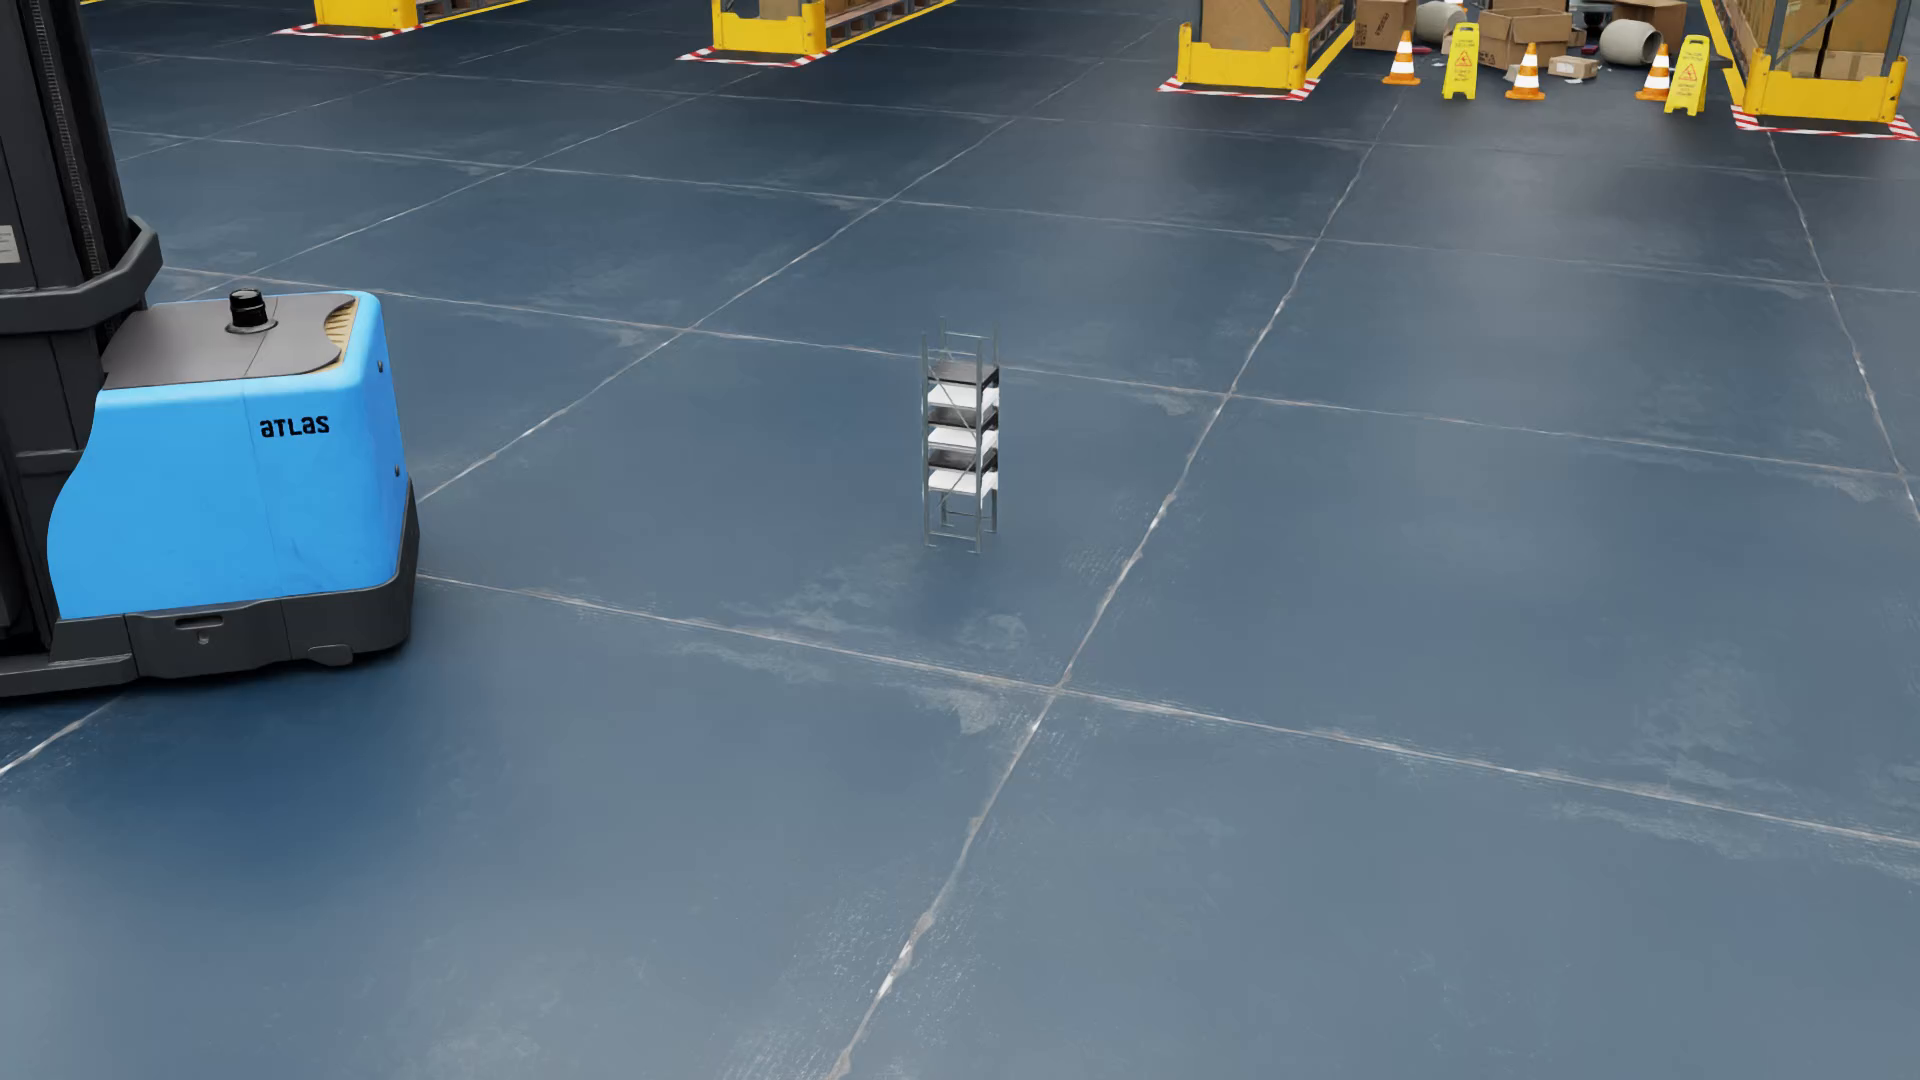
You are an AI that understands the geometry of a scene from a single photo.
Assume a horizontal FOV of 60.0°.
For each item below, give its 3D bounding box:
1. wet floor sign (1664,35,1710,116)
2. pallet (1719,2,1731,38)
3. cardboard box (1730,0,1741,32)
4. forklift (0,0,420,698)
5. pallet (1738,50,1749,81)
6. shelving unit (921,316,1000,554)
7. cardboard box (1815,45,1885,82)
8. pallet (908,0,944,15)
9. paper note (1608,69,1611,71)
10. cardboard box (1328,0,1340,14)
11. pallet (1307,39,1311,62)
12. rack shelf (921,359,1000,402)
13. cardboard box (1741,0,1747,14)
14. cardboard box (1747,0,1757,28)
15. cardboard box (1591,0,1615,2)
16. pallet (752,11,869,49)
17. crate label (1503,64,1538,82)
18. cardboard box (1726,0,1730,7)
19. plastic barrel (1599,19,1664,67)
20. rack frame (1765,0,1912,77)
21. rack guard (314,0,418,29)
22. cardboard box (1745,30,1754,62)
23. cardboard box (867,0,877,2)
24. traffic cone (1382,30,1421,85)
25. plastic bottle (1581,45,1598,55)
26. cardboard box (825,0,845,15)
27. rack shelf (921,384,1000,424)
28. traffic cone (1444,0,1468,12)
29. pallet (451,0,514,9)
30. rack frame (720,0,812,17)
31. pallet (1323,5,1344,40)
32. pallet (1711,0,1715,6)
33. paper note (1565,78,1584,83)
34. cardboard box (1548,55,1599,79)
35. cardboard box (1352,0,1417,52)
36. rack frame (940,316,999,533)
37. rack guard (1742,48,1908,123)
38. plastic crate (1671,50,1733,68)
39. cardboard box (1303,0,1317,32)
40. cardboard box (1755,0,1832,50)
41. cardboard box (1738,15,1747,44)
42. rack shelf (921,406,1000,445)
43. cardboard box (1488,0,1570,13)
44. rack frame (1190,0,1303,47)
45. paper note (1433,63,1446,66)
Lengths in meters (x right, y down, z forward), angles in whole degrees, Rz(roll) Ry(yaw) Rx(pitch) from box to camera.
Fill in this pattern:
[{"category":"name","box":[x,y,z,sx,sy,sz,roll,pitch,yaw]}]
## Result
[{"category":"wet floor sign","box":[6.274,-4.000,14.271,0.267,0.644,0.232,20,32,35]},{"category":"pallet","box":[8.935,-5.692,18.263,1.003,0.211,1.213,9,27,17]},{"category":"cardboard box","box":[8.226,-5.375,17.082,0.500,0.250,0.500,7,27,15]},{"category":"forklift","box":[-3.527,-0.945,5.338,3.031,2.935,1.130,-6,26,-12]},{"category":"pallet","box":[8.083,-4.587,15.982,1.003,0.211,1.213,9,27,17]},{"category":"shelving unit","box":[0.003,-0.408,6.561,0.258,0.900,0.210,9,27,17]},{"category":"cardboard box","box":[7.876,-4.226,14.708,0.500,0.250,0.500,9,27,17]},{"category":"pallet","box":[-0.858,-6.527,19.989,1.003,0.211,1.213,9,27,17]},{"category":"paper note","box":[6.328,-4.579,16.197,0.032,0.001,0.123,9,27,17]},{"category":"cardboard box","box":[3.701,-6.287,18.249,0.875,0.875,0.875,9,27,18]},{"category":"pallet","box":[2.837,-4.744,16.306,1.003,0.211,1.213,9,27,17]},{"category":"rack shelf","box":[0.003,-0.621,6.458,0.258,0.077,0.200,9,27,17]},{"category":"cardboard box","box":[8.059,-5.490,16.460,0.500,0.500,0.500,10,28,20]},{"category":"cardboard box","box":[7.712,-5.060,15.572,0.500,0.500,0.500,8,27,16]},{"category":"cardboard box","box":[6.989,-6.088,17.881,0.500,0.500,0.500,9,27,17]},{"category":"pallet","box":[-1.670,-5.525,17.918,1.003,0.211,1.213,9,27,17]},{"category":"crate label","box":[5.316,-4.411,15.704,0.250,0.136,0.298,-5,26,-9]},{"category":"cardboard box","box":[9.086,-6.145,18.532,0.950,0.372,0.625,11,28,21]},{"category":"plastic barrel","box":[6.606,-4.891,16.367,0.421,0.421,0.512,-14,29,-27]},{"category":"rack frame","box":[7.346,-4.983,13.599,1.000,3.000,0.127,9,27,17]},{"category":"rack guard","box":[-6.689,-6.051,18.674,1.175,0.500,0.348,9,27,17]},{"category":"cardboard box","box":[7.541,-4.517,15.311,0.500,0.250,0.500,9,27,18]},{"category":"cardboard box","box":[-1.155,-6.466,19.049,0.500,0.500,0.500,6,27,13]},{"category":"traffic cone","box":[4.161,-4.529,15.574,0.336,0.463,0.334,9,27,17]},{"category":"plastic bottle","box":[6.479,-5.046,17.101,0.133,0.061,0.283,14,29,26]},{"category":"cardboard box","box":[-1.609,-5.989,18.063,0.500,0.500,0.500,17,30,31]},{"category":"rack shelf","box":[0.003,-0.540,6.497,0.258,0.077,0.200,9,27,17]},{"category":"traffic cone","box":[5.846,-6.493,19.630,0.336,0.463,0.334,9,27,17]},{"category":"pallet","box":[-6.006,-6.754,20.457,1.003,0.211,1.213,9,27,17]},{"category":"rack frame","box":[-1.999,-6.420,16.567,1.000,3.000,0.127,9,27,17]},{"category":"pallet","box":[3.649,-5.747,18.377,1.003,0.211,1.213,9,27,17]},{"category":"pallet","box":[9.747,-6.694,20.334,1.003,0.211,1.213,9,27,17]},{"category":"paper note","box":[5.784,-4.323,15.644,0.148,0.019,0.142,0,26,-1]},{"category":"cardboard box","box":[5.877,-4.531,15.937,0.250,0.149,0.380,-20,33,-36]},{"category":"cardboard box","box":[4.427,-5.392,17.310,0.500,0.500,0.500,14,29,26]},{"category":"rack frame","box":[0.037,-0.450,6.647,0.240,0.900,0.006,9,27,17]},{"category":"rack guard","box":[7.372,-3.889,14.208,1.175,0.500,0.348,9,27,17]},{"category":"plastic crate","box":[7.382,-4.786,16.543,0.402,0.080,0.583,0,26,-1]},{"category":"cardboard box","box":[3.099,-5.542,16.710,0.875,0.875,0.875,8,27,17]},{"category":"cardboard box","box":[7.367,-4.639,14.701,0.500,0.500,0.500,9,27,18]},{"category":"cardboard box","box":[7.885,-4.935,16.174,0.500,0.250,0.500,8,27,17]},{"category":"rack shelf","box":[0.003,-0.459,6.536,0.258,0.077,0.200,9,27,17]},{"category":"cardboard box","box":[5.847,-5.395,17.159,0.797,0.637,0.503,9,27,17]},{"category":"rack frame","box":[2.645,-5.659,14.996,1.000,3.000,0.127,9,27,17]},{"category":"paper note","box":[4.754,-4.703,16.430,0.144,0.017,0.142,20,32,35]}]
